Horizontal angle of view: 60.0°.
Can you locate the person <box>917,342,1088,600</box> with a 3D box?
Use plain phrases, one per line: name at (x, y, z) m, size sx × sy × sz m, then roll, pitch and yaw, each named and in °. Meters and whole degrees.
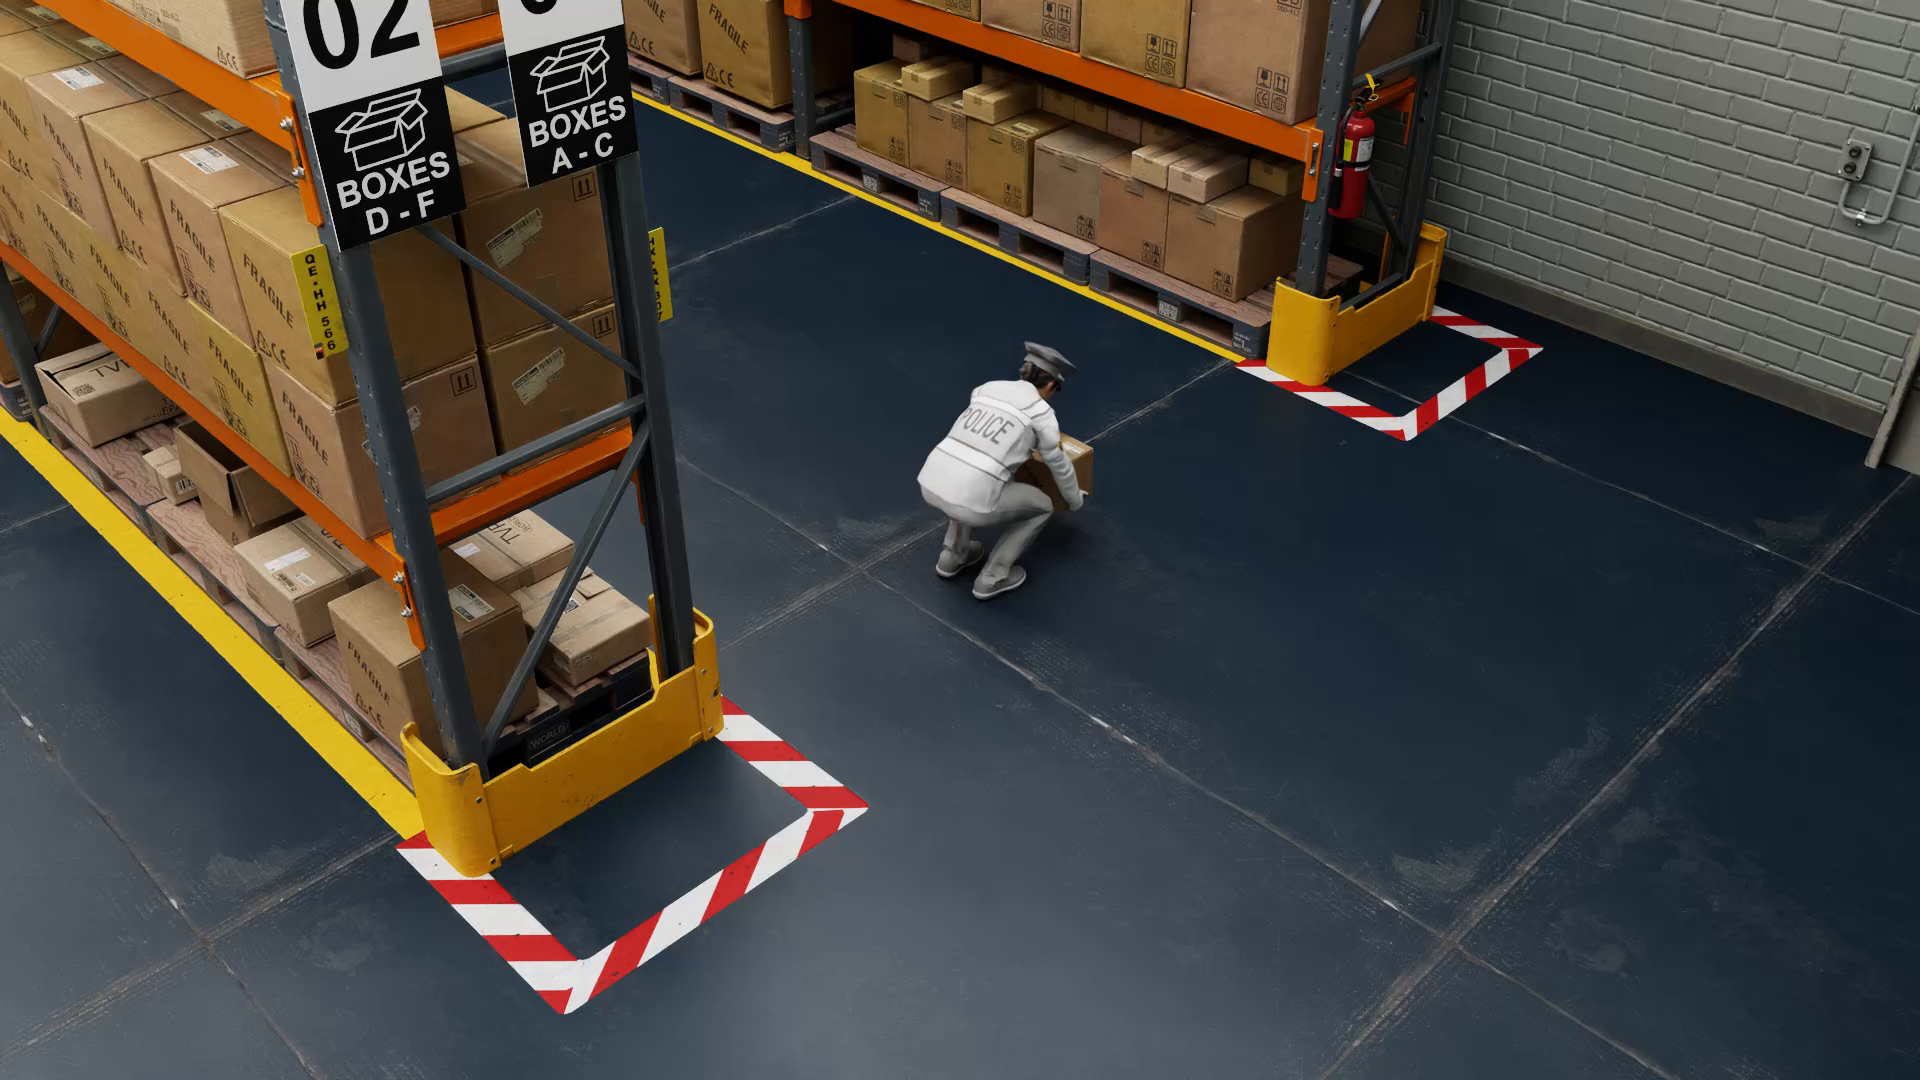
person at (0.189, -0.301, 7.158) m, size 0.458 × 0.984 × 0.867 m, roll 29°, pitch 45°, yaw 34°
